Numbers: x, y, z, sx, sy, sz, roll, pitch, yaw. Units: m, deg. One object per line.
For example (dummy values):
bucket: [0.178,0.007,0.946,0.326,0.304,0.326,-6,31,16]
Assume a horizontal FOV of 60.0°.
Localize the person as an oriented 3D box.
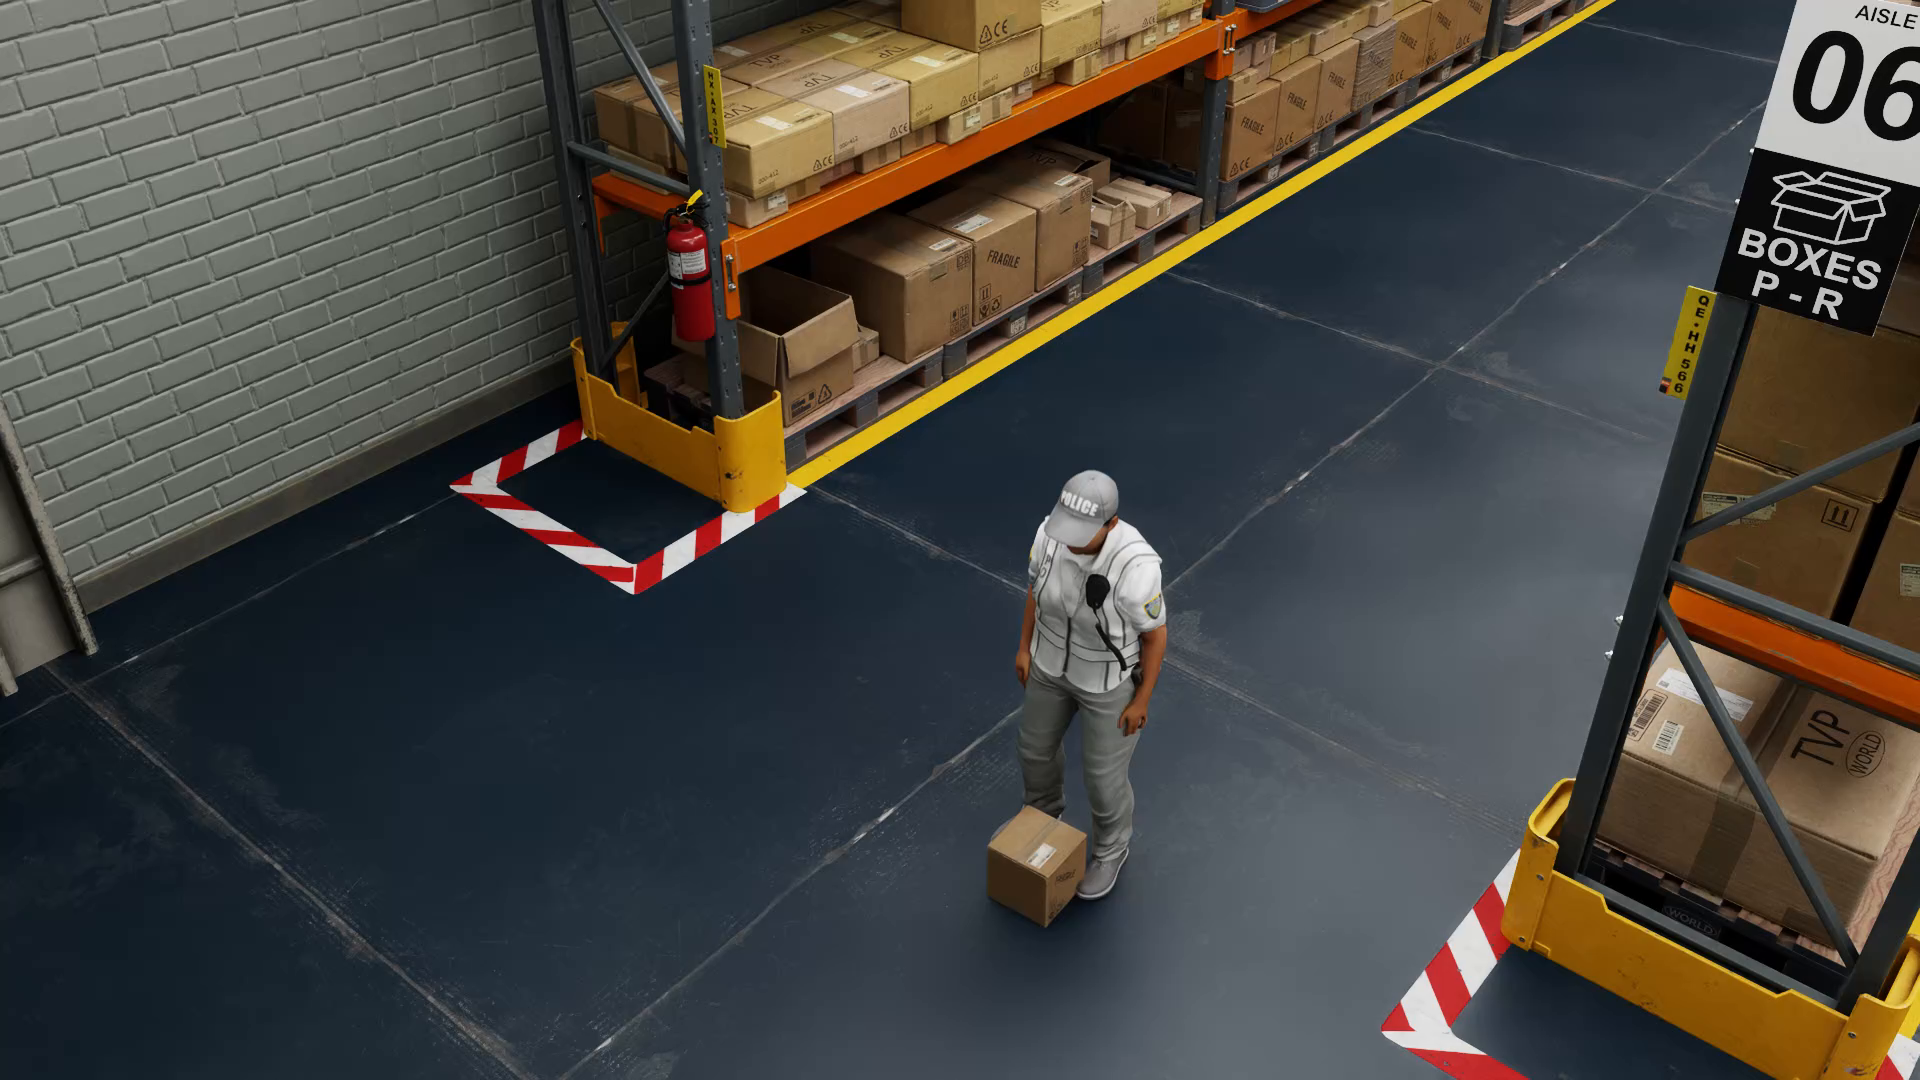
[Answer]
person: [0.399,0.451,5.502,0.543,1.665,0.466,24,42,30]
